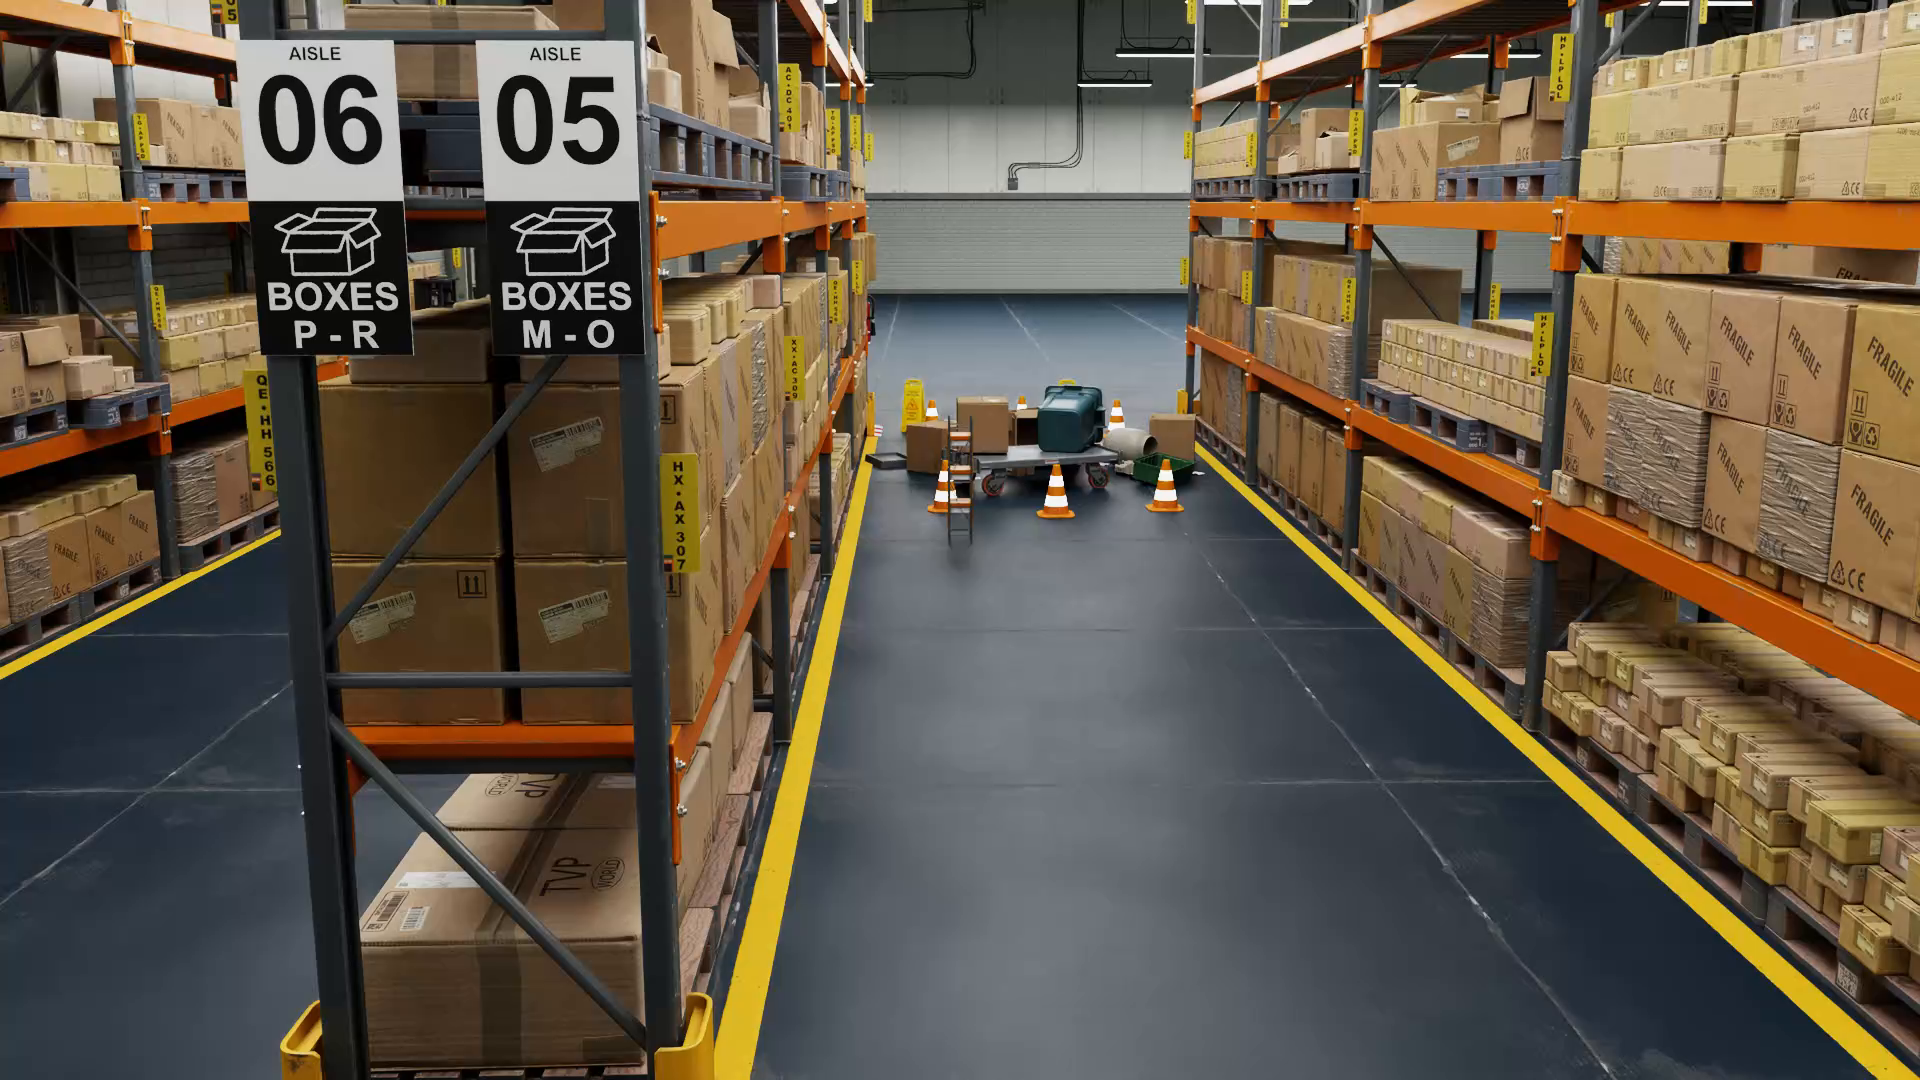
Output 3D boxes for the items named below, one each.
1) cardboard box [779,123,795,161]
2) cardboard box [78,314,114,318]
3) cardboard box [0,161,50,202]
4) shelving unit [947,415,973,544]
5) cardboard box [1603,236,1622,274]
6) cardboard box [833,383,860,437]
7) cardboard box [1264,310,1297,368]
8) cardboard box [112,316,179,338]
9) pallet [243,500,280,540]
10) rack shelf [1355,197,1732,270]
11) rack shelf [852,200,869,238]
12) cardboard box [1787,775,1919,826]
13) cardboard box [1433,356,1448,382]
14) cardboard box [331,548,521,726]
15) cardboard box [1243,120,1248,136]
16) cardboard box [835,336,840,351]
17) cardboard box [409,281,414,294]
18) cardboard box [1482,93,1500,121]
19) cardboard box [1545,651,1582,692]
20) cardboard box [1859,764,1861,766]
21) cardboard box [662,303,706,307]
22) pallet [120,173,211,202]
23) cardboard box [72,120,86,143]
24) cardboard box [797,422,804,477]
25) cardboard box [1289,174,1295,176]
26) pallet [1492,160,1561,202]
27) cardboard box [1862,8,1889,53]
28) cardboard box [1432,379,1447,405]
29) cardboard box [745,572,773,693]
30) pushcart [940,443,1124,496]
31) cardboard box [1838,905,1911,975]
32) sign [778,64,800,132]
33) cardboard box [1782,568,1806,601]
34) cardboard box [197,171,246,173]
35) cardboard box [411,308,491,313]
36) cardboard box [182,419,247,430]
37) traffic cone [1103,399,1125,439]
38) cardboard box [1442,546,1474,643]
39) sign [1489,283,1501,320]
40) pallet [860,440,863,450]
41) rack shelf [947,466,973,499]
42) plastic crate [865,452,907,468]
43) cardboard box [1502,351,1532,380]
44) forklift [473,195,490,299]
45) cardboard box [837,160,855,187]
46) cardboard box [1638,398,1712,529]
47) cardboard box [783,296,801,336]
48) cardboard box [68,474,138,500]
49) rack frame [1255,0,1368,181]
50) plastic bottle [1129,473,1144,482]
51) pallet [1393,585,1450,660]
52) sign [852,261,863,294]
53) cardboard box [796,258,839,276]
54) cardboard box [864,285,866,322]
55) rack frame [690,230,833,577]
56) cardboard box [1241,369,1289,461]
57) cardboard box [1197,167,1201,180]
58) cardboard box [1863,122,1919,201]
[{"bbox_3d":[-1.053,-2.113,8.669,0.396,0.266,0.258,0,11,-2],"label":"cardboard box"},{"bbox_3d":[-6.764,-1.659,12.808,0.380,0.149,0.250,0,11,0],"label":"cardboard box"},{"bbox_3d":[-6.162,-2.273,10.549,0.500,0.250,0.500,0,11,-1],"label":"cardboard box"},{"bbox_3d":[0.001,-0.504,13.902,0.215,1.050,0.252,0,11,-1],"label":"shelving unit"},{"bbox_3d":[8.007,-3.403,19.773,0.500,0.500,0.500,0,11,-1],"label":"cardboard box"},{"bbox_3d":[-1.300,-1.337,17.077,0.500,0.500,0.500,0,11,2],"label":"cardboard box"},{"bbox_3d":[3.142,-1.876,15.511,0.500,0.500,0.500,0,11,-1],"label":"cardboard box"},{"bbox_3d":[-6.150,-1.608,12.557,0.380,0.149,0.250,0,11,1],"label":"cardboard box"},{"bbox_3d":[-6.438,-0.216,14.590,1.003,0.211,1.213,0,11,-1],"label":"pallet"},{"bbox_3d":[3.513,-1.958,10.430,1.077,0.370,4.000,0,11,-1],"label":"rack shelf"},{"bbox_3d":[-1.599,-3.508,18.070,1.077,0.370,4.000,0,11,-1],"label":"rack shelf"},{"bbox_3d":[3.351,0.995,6.228,0.380,0.149,0.250,-1,11,-3],"label":"cardboard box"},{"bbox_3d":[3.309,-1.114,10.831,0.380,0.149,0.250,0,11,-2],"label":"cardboard box"},{"bbox_3d":[-1.584,0.249,5.036,0.500,0.500,0.500,0,11,-1],"label":"cardboard box"},{"bbox_3d":[3.058,-4.147,16.731,0.380,0.149,0.250,0,11,-1],"label":"cardboard box"},{"bbox_3d":[-1.264,-1.771,14.821,0.380,0.149,0.250,0,11,-1],"label":"cardboard box"},{"bbox_3d":[-6.265,-2.811,18.487,0.380,0.149,0.250,0,11,-1],"label":"cardboard box"},{"bbox_3d":[3.766,-2.951,11.339,0.396,0.266,0.258,0,11,-1],"label":"cardboard box"},{"bbox_3d":[3.242,0.676,8.548,0.380,0.149,0.250,0,11,1],"label":"cardboard box"},{"bbox_3d":[3.800,0.978,7.058,0.380,0.149,0.250,0,11,2],"label":"cardboard box"},{"bbox_3d":[-1.089,-0.744,5.785,0.380,0.149,0.250,0,11,-1],"label":"cardboard box"},{"bbox_3d":[-6.541,-2.688,12.697,1.213,0.211,1.003,0,11,1],"label":"pallet"},{"bbox_3d":[-6.235,-2.794,11.370,0.380,0.149,0.250,-1,11,-3],"label":"cardboard box"},{"bbox_3d":[-1.150,-0.520,9.457,0.500,0.250,0.500,-1,11,-3],"label":"cardboard box"},{"bbox_3d":[3.699,-3.911,17.572,0.380,0.149,0.250,0,11,-2],"label":"cardboard box"},{"bbox_3d":[3.648,-1.944,9.025,1.213,0.211,1.003,0,11,-1],"label":"pallet"},{"bbox_3d":[3.365,-1.753,5.726,0.380,0.149,0.250,0,11,-2],"label":"cardboard box"},{"bbox_3d":[3.309,-0.967,10.858,0.380,0.149,0.250,0,11,0],"label":"cardboard box"},{"bbox_3d":[-1.485,0.310,9.273,0.875,0.875,0.875,0,11,1],"label":"cardboard box"},{"bbox_3d":[0.721,-0.727,16.693,1.648,0.377,0.936,-4,12,-21],"label":"pushcart"},{"bbox_3d":[3.311,1.389,5.781,0.380,0.149,0.250,0,11,1],"label":"cardboard box"},{"bbox_3d":[-0.837,-2.167,8.153,0.100,0.325,0.005,0,11,-1],"label":"sign"},{"bbox_3d":[3.409,0.155,6.381,0.380,0.149,0.250,-1,11,-4],"label":"cardboard box"},{"bbox_3d":[-6.574,-3.354,14.829,0.380,0.149,0.250,0,11,-1],"label":"cardboard box"},{"bbox_3d":[-1.600,-0.686,5.500,0.380,0.149,0.250,0,11,0],"label":"cardboard box"},{"bbox_3d":[-6.490,-0.756,15.155,0.875,0.625,0.625,0,11,-2],"label":"cardboard box"},{"bbox_3d":[1.898,-1.474,20.158,0.336,0.463,0.334,0,11,-1],"label":"traffic cone"},{"bbox_3d":[3.277,0.328,10.127,0.500,0.500,0.500,-1,11,-2],"label":"cardboard box"},{"bbox_3d":[4.014,-1.771,12.530,0.100,0.325,0.005,0,11,-1],"label":"sign"},{"bbox_3d":[-1.657,-1.244,19.662,1.003,0.211,1.213,0,11,-1],"label":"pallet"},{"bbox_3d":[0.001,-0.494,13.904,0.215,0.259,0.240,0,11,-1],"label":"rack shelf"},{"bbox_3d":[-0.770,-0.877,18.182,0.402,0.080,0.583,-4,12,-21],"label":"plastic crate"},{"bbox_3d":[3.341,-1.001,9.527,0.380,0.149,0.250,-1,11,-3],"label":"cardboard box"},{"bbox_3d":[-3.317,-1.415,13.662,1.130,2.935,3.031,0,11,-2],"label":"forklift"},{"bbox_3d":[-1.293,-3.624,16.460,0.500,0.250,0.500,0,11,-2],"label":"cardboard box"},{"bbox_3d":[3.305,-0.339,7.189,0.500,0.500,0.500,0,11,-2],"label":"cardboard box"},{"bbox_3d":[-1.114,-1.030,8.826,0.500,0.500,0.500,0,11,0],"label":"cardboard box"},{"bbox_3d":[-6.174,-0.378,11.977,0.380,0.149,0.250,-1,11,-4],"label":"cardboard box"},{"bbox_3d":[3.389,-4.973,15.940,1.000,3.000,0.127,0,11,-1],"label":"rack frame"},{"bbox_3d":[1.875,-0.642,17.068,0.133,0.061,0.283,-7,13,-30],"label":"plastic bottle"},{"bbox_3d":[3.509,0.526,10.936,1.003,0.211,1.213,0,11,-1],"label":"pallet"},{"bbox_3d":[-1.003,-2.563,16.236,0.100,0.325,0.005,0,11,-1],"label":"sign"},{"bbox_3d":[-1.266,-2.429,14.800,0.380,0.149,0.250,-1,11,-4],"label":"cardboard box"},{"bbox_3d":[-1.348,-2.776,19.200,0.500,0.500,0.500,0,11,-1],"label":"cardboard box"},{"bbox_3d":[-1.475,-1.198,12.417,1.000,3.000,0.127,0,11,-1],"label":"rack frame"},{"bbox_3d":[3.446,-1.323,17.323,0.875,0.875,0.875,0,11,0],"label":"cardboard box"},{"bbox_3d":[2.999,-4.310,19.538,0.380,0.149,0.250,0,11,-1],"label":"cardboard box"},{"bbox_3d":[3.346,-1.235,5.435,0.500,0.250,0.500,0,11,-1],"label":"cardboard box"}]
